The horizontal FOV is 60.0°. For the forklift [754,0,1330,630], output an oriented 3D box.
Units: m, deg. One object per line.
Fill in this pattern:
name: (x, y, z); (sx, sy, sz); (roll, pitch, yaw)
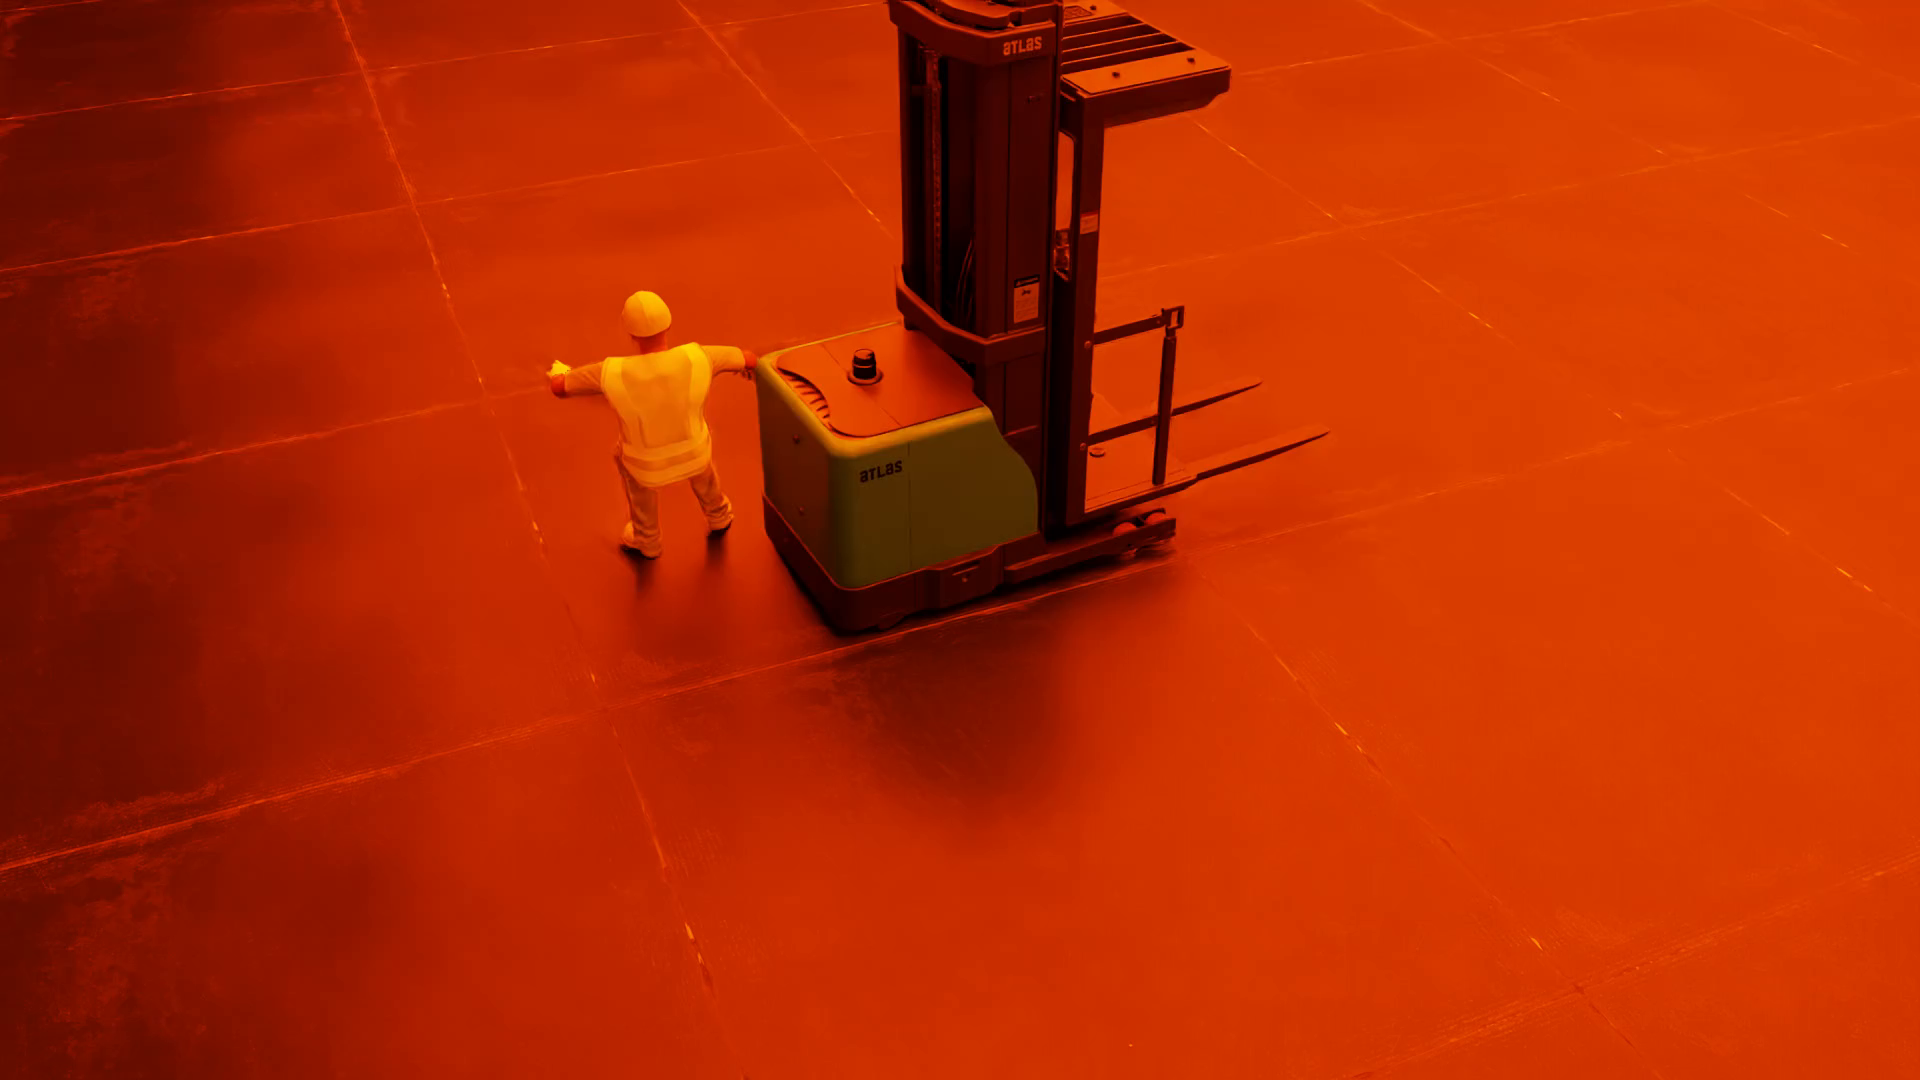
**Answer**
forklift: (0.535, -1.367, 8.021); (3.031, 2.935, 1.130); (-17, 39, -23)

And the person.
person: (-1.428, -0.554, 8.046); (0.998, 1.625, 0.761); (-14, 38, -19)
